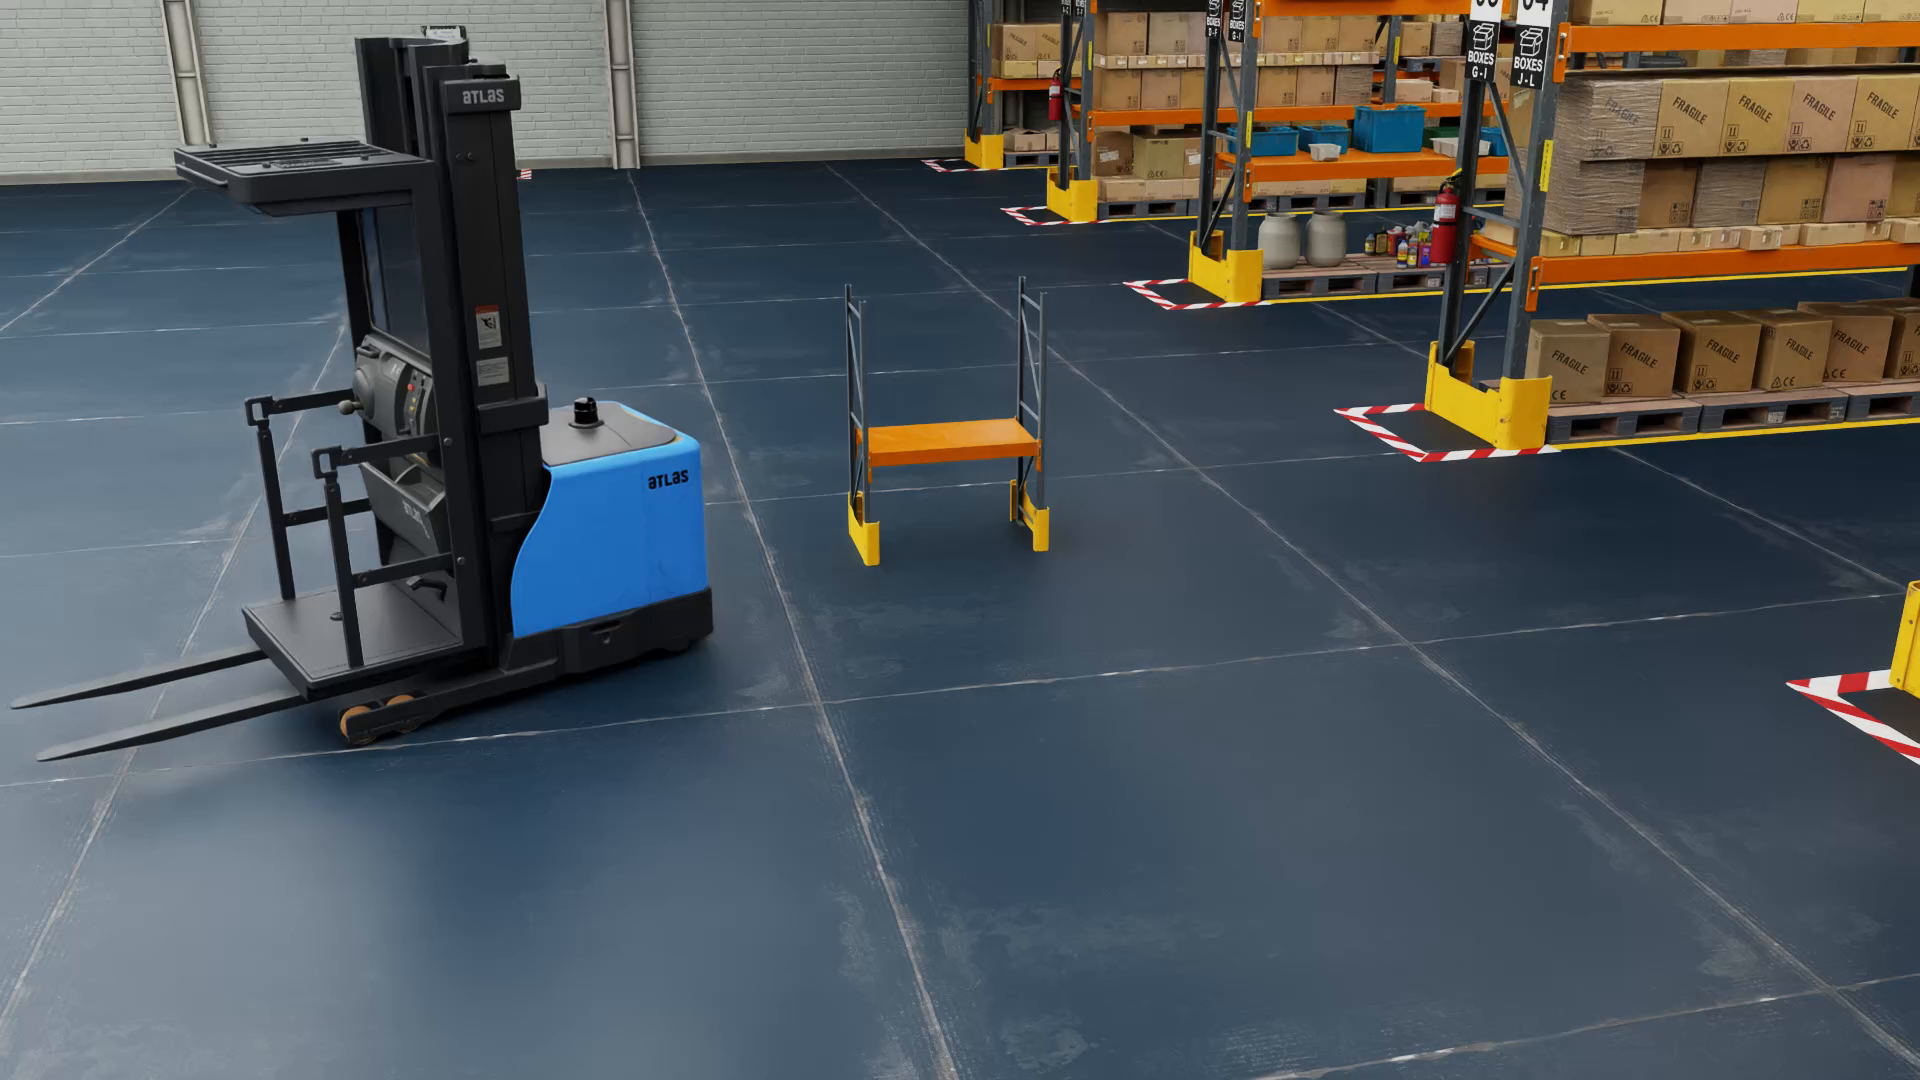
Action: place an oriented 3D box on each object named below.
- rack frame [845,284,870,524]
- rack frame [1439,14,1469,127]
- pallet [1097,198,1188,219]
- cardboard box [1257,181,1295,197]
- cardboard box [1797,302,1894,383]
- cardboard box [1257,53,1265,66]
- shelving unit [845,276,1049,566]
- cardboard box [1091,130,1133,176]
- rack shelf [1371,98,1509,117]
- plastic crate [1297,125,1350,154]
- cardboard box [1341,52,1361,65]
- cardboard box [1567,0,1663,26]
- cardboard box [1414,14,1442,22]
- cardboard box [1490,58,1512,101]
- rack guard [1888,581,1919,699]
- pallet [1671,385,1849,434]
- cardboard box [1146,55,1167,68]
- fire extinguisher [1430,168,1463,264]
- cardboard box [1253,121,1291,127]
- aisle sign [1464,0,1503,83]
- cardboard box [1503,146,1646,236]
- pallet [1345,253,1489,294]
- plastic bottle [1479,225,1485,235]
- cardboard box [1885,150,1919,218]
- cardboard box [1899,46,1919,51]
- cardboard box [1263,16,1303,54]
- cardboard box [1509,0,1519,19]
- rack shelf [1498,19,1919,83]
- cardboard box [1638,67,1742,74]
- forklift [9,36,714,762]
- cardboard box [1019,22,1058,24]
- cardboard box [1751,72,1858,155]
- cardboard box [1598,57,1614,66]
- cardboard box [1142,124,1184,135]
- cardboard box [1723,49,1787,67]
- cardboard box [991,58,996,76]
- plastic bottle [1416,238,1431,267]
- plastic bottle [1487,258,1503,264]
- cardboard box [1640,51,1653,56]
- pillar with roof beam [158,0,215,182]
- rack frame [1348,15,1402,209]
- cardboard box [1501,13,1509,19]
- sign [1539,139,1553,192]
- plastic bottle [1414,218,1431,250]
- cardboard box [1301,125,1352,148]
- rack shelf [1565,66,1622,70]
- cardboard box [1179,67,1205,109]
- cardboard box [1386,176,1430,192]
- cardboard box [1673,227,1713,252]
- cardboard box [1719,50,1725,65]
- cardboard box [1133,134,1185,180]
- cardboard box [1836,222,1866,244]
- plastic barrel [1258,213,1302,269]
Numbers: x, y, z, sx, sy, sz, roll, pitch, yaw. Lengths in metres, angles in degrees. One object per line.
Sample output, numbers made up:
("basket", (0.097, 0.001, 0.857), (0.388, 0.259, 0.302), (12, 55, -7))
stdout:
("rack frame", (-0.578, -0.657, 9.428), (0.032, 1.500, 0.500), (-5, 21, -12))
("rack frame", (8.077, -7.834, 26.841), (0.127, 3.000, 1.000), (-5, 21, -12))
("pallet", (2.170, -4.309, 21.269), (1.213, 0.211, 1.003), (-5, 21, -12))
("cardboard box", (3.955, -4.575, 21.331), (0.500, 0.250, 0.500), (-5, 21, -12))
("cardboard box", (6.650, -1.501, 12.575), (0.500, 0.500, 0.500), (2, 20, 5))
("cardboard box", (3.619, -5.996, 20.734), (0.250, 0.149, 0.380), (-4, 20, -11))
("shelving unit", (-0.074, -0.698, 9.540), (1.083, 1.500, 0.587), (-5, 21, -12))
("cardboard box", (1.889, -4.944, 21.246), (0.500, 0.500, 0.500), (-5, 21, -12))
("rack shelf", (7.274, -5.680, 22.007), (4.000, 0.370, 1.077), (-5, 21, -12))
("plastic crate", (3.623, -4.004, 16.602), (0.408, 0.251, 0.499), (-5, 21, -12))
("cardboard box", (4.872, -6.099, 21.016), (0.250, 0.149, 0.380), (-5, 21, -14))
("cardboard box", (4.240, -3.517, 10.911), (0.500, 0.250, 0.500), (-4, 21, -11))
("cardboard box", (7.439, -8.325, 26.451), (0.250, 0.149, 0.380), (-8, 22, -22))
("cardboard box", (7.079, -6.044, 21.807), (0.500, 0.500, 0.500), (-5, 21, -12))
("rack guard", (4.731, 0.617, 7.404), (0.348, 0.500, 1.175), (-5, 21, -12))
("pallet", (5.769, -1.072, 12.433), (1.213, 0.211, 1.003), (-5, 21, -12))
("cardboard box", (2.366, -5.895, 20.458), (0.250, 0.149, 0.380), (-5, 21, -12))
("fire extinguisher", (3.494, -2.336, 11.943), (0.183, 0.674, 0.296), (-5, 21, -12))
("cardboard box", (4.897, -6.614, 26.505), (0.500, 0.500, 0.700), (-4, 20, -11))
("aisle sign", (3.582, -3.543, 11.347), (0.004, 0.787, 0.394), (-5, 21, -12))
("cardboard box", (4.253, -2.448, 11.559), (0.500, 0.500, 0.875), (-5, 21, -12))
("pallet", (4.611, -2.755, 17.029), (1.213, 0.211, 1.003), (-5, 21, -12))
("plastic bottle", (5.470, -3.150, 17.380), (0.097, 0.271, 0.097), (0, 20, 0))
("cardboard box", (6.657, -2.688, 12.213), (0.500, 0.500, 0.875), (-5, 21, -12))
("cardboard box", (13.546, -7.136, 23.336), (0.500, 0.500, 0.500), (-5, 21, -12))
("cardboard box", (3.919, -6.399, 20.891), (0.500, 0.500, 0.700), (-5, 21, -12))
("cardboard box", (4.122, -3.688, 11.380), (0.500, 0.250, 0.500), (-4, 21, -11))
("rack shelf", (5.658, -3.456, 11.573), (4.000, 0.370, 1.077), (-5, 21, -12))
("cardboard box", (5.162, -3.090, 11.857), (0.500, 0.500, 0.500), (-5, 21, -12))
("forklift", (-2.723, -0.678, 7.403), (3.031, 2.935, 1.130), (-15, 25, -34))
("cardboard box", (1.194, -7.637, 25.401), (0.500, 0.500, 0.500), (-4, 21, -12))
("cardboard box", (5.769, -2.954, 11.487), (0.500, 0.500, 0.500), (-5, 21, -12))
("cardboard box", (10.460, -7.835, 27.179), (0.250, 0.149, 0.380), (-5, 21, -14))
("cardboard box", (3.184, -6.455, 26.070), (0.500, 0.500, 0.500), (-6, 21, -17))
("cardboard box", (10.742, -6.517, 22.488), (0.500, 0.500, 0.700), (-1, 20, -2))
("cardboard box", (0.702, -7.242, 25.413), (0.500, 0.250, 0.500), (-4, 21, -12))
("plastic bottle", (4.632, -2.867, 16.590), (0.133, 0.283, 0.061), (-4, 21, -12))
("plastic bottle", (5.403, -2.976, 16.790), (0.185, 0.351, 0.144), (-5, 21, -13))
("cardboard box", (11.084, -8.182, 27.184), (0.500, 0.500, 0.500), (-4, 21, -12))
("pillar with roof beam", (-9.913, -7.972, 18.495), (0.400, 9.000, 9.100), (-5, 21, -12))
("rack frame", (5.328, -5.860, 21.451), (0.127, 3.000, 1.000), (-5, 21, -12))
("cardboard box", (8.606, -8.334, 26.509), (0.500, 0.250, 0.500), (-4, 21, -11))
("sign", (3.836, -2.452, 10.889), (0.005, 0.325, 0.100), (-5, 21, -12))
("plastic bottle", (4.805, -3.176, 17.335), (0.185, 0.351, 0.144), (-4, 20, -10))
("cardboard box", (4.805, -5.186, 21.908), (0.500, 0.500, 0.500), (-5, 21, -12))
("rack shelf", (10.024, -7.655, 27.397), (4.000, 0.370, 1.077), (-5, 21, -12))
("cardboard box", (2.887, -5.703, 20.878), (0.500, 0.500, 0.700), (-5, 21, -12))
("cardboard box", (5.778, -4.715, 21.712), (0.500, 0.250, 0.500), (-5, 21, -14))
("cardboard box", (5.021, -2.124, 11.618), (0.250, 0.149, 0.380), (-5, 21, -12))
("cardboard box", (12.502, -8.329, 27.756), (0.700, 0.700, 0.980), (-4, 21, -12))
("cardboard box", (2.495, -4.810, 20.880), (0.500, 0.500, 0.500), (-5, 21, -12))
("cardboard box", (6.235, -2.228, 11.901), (0.250, 0.149, 0.380), (-5, 21, -12))
("plastic barrel", (3.194, -2.992, 16.627), (0.421, 0.512, 0.421), (0, 20, 0))
